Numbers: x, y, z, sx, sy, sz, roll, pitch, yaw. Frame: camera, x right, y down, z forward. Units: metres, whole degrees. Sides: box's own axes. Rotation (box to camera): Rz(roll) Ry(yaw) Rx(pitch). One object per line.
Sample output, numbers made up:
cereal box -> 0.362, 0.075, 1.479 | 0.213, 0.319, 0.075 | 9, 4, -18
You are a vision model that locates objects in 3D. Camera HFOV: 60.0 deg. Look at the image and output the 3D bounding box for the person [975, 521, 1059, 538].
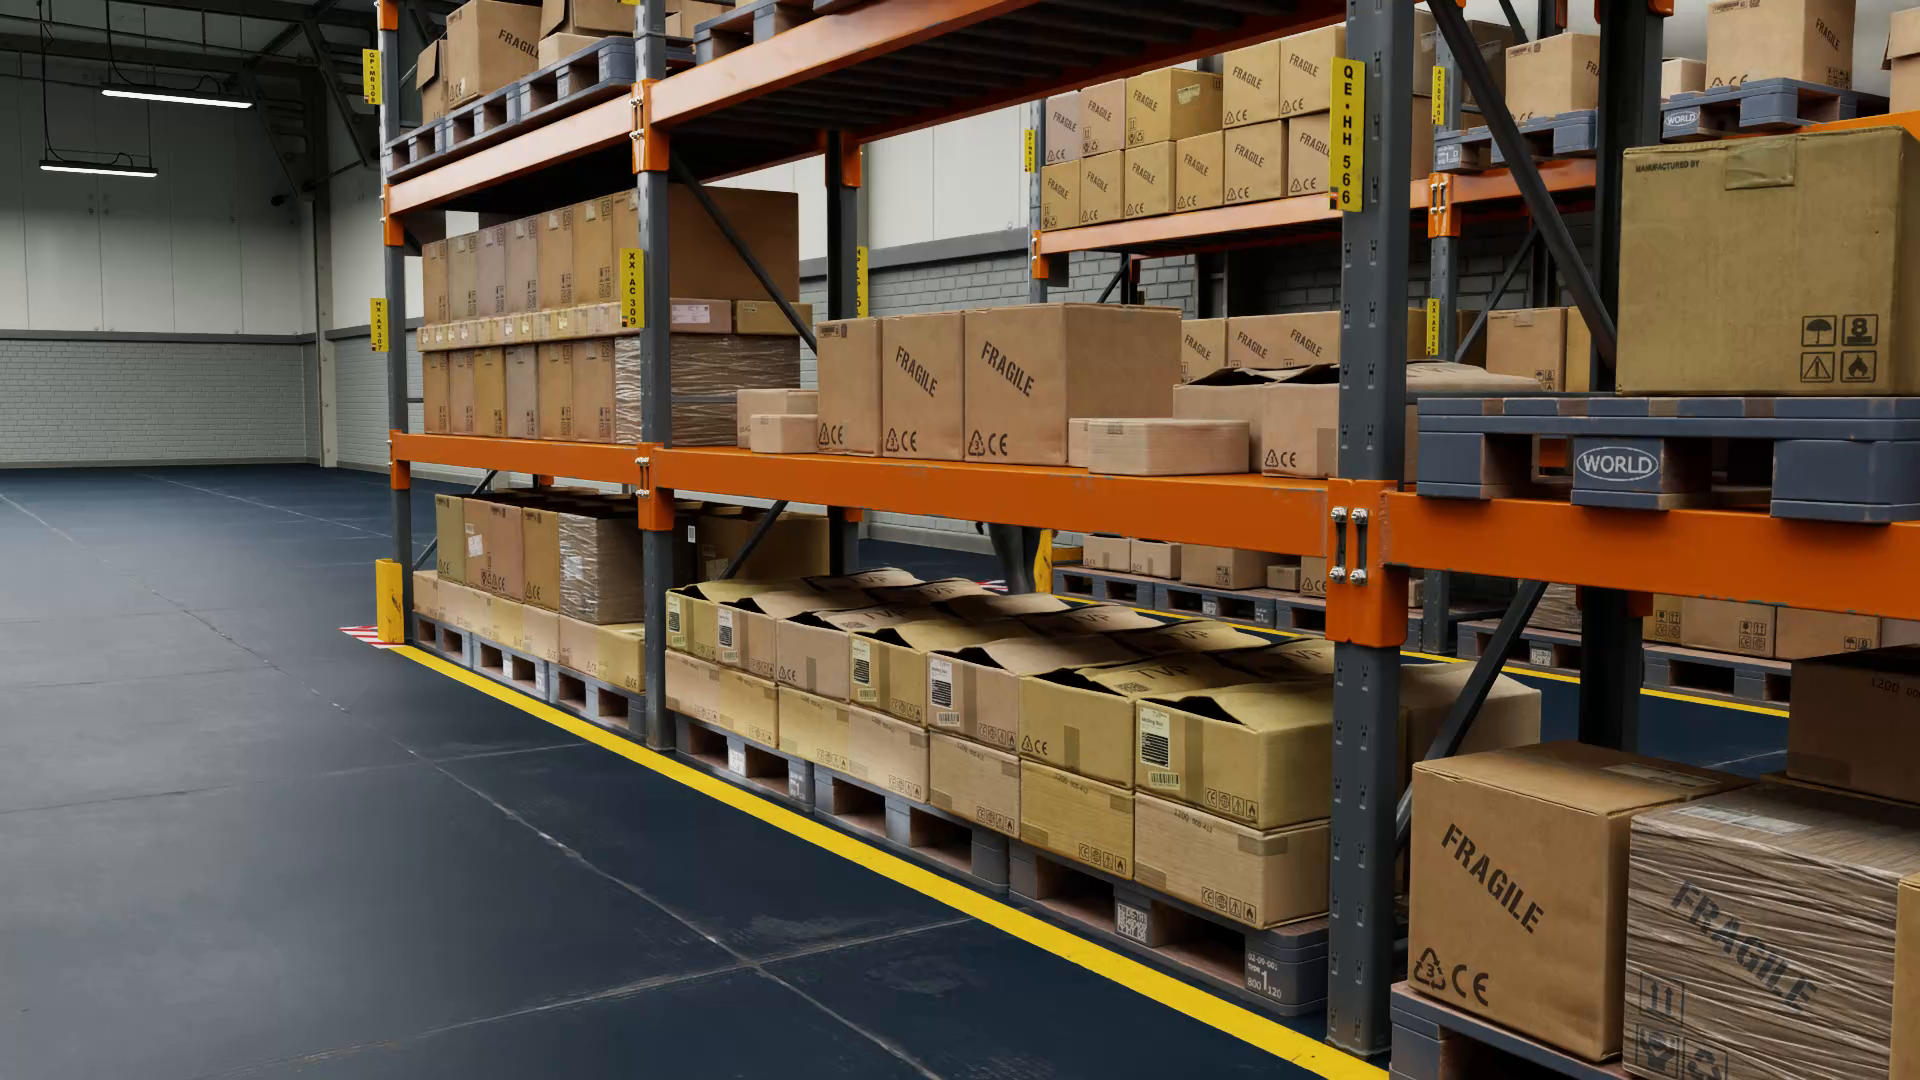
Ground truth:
person -> 0.287, -0.155, 9.945 | 0.492, 1.670, 0.659 | -2, 5, -23
